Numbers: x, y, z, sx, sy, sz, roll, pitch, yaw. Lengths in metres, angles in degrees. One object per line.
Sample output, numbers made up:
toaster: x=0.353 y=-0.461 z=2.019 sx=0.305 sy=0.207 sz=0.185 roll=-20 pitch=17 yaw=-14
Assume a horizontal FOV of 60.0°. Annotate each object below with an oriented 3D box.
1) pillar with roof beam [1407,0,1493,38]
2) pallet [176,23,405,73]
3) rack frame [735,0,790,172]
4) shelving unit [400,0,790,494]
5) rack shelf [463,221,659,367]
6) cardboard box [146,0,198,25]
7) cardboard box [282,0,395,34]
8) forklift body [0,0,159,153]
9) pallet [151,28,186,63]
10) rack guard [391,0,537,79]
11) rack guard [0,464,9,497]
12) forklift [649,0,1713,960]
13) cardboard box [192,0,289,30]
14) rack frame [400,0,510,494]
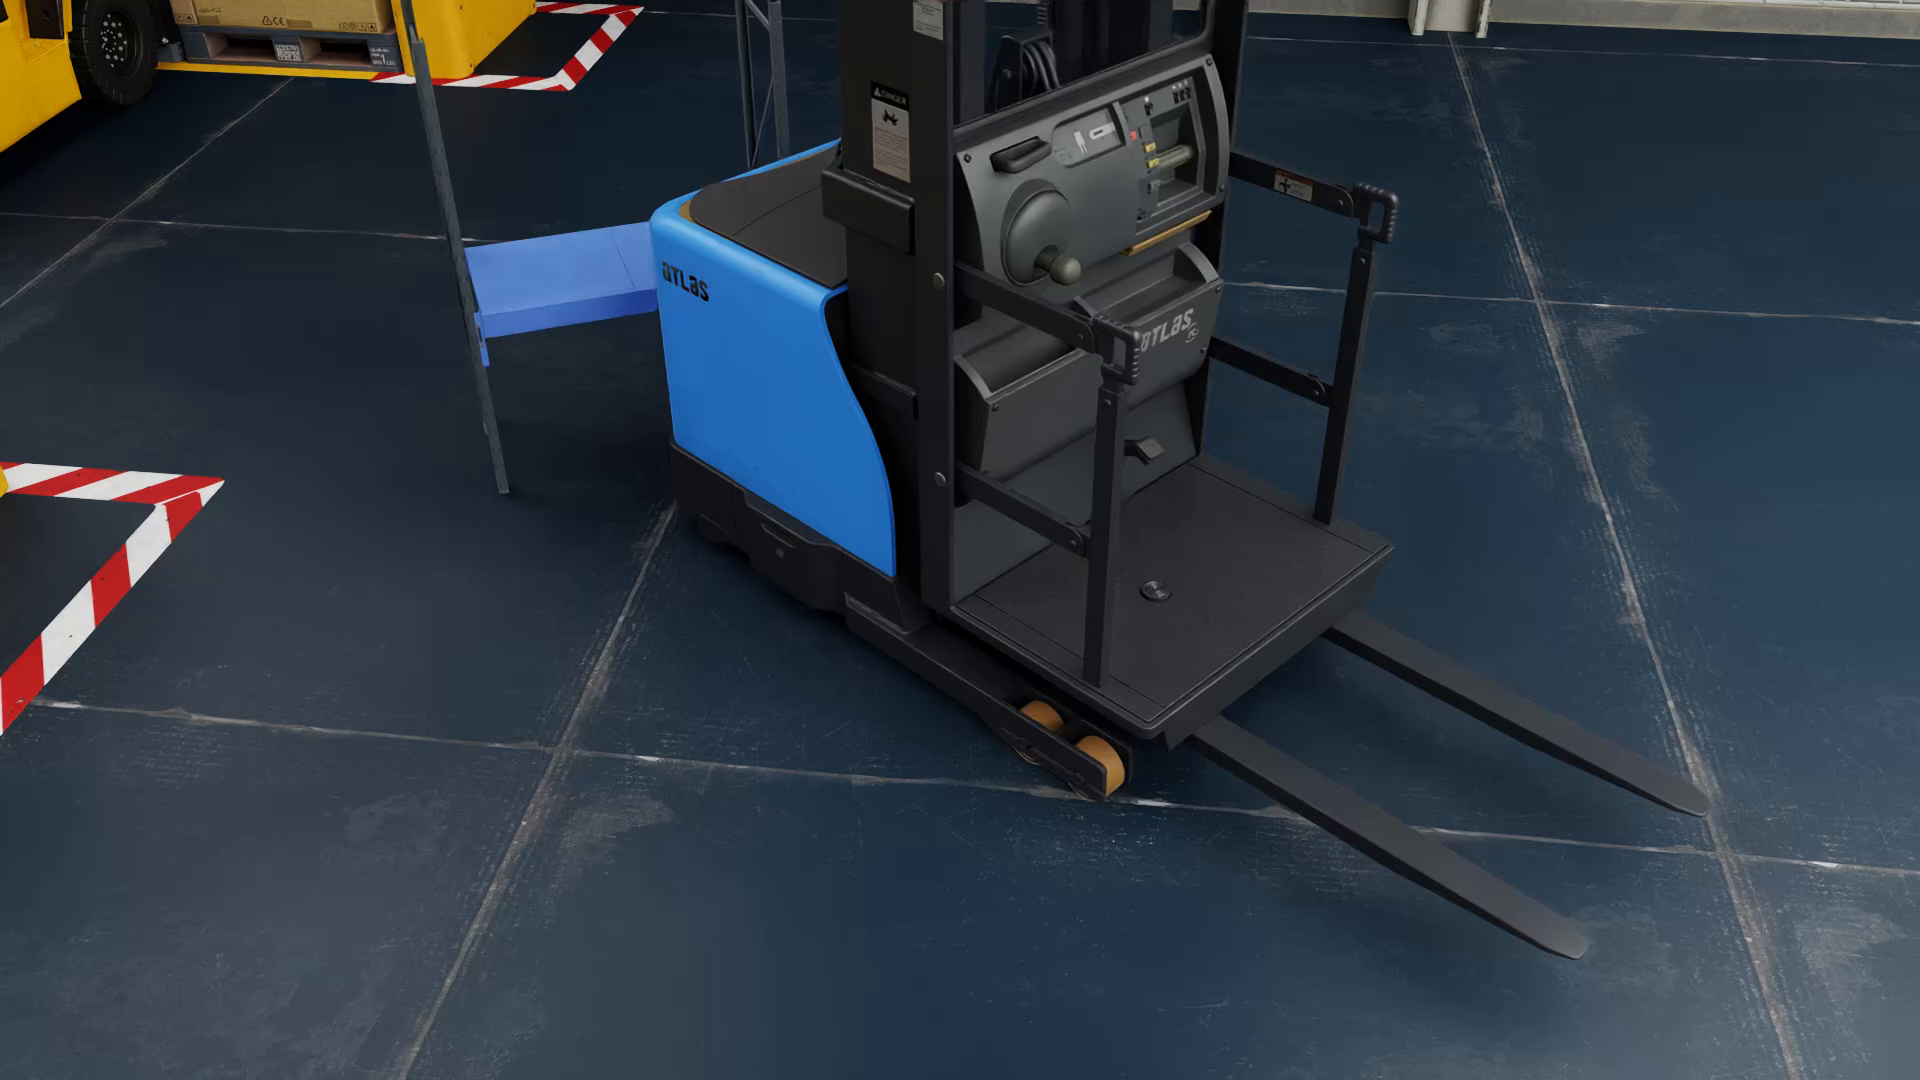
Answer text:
pillar with roof beam: x=2.154 y=-4.035 z=3.157 sx=0.400 sy=9.000 sz=9.100 roll=4 pitch=36 yaw=6
pallet: x=-3.437 y=-2.844 z=9.053 sx=1.213 sy=0.211 sz=1.003 roll=4 pitch=36 yaw=6
rack frame: x=-0.625 y=-1.100 z=5.501 sx=0.032 sy=1.500 sz=0.500 roll=-12 pitch=37 yaw=-16
shelving unit: x=-1.103 y=-1.000 z=5.360 sx=1.048 sy=1.500 sz=0.538 roll=-12 pitch=37 yaw=-16
rack shelf: x=-1.103 y=-0.854 z=5.465 sx=1.000 sy=0.185 sz=0.538 roll=-12 pitch=37 yaw=-16
cardboard box: x=-4.167 y=-2.935 z=8.786 sx=0.500 sy=0.250 sz=0.500 roll=5 pitch=36 yaw=6
cardboard box: x=-3.179 y=-2.851 z=8.668 sx=0.500 sy=0.250 sz=0.500 roll=5 pitch=36 yaw=6
forklift body: x=-4.786 y=-2.690 z=7.168 sx=1.214 sy=2.155 sz=2.313 roll=4 pitch=36 yaw=6
pallet: x=-4.644 y=-2.936 z=9.182 sx=1.213 sy=0.211 sz=1.003 roll=4 pitch=36 yaw=6
rack guard: x=-2.649 y=-2.927 z=8.921 sx=0.348 sy=0.500 sz=1.175 roll=4 pitch=36 yaw=6
rack guard: x=-3.377 y=-0.074 z=4.924 sx=0.348 sy=0.500 sz=1.175 roll=4 pitch=36 yaw=6
forklift: x=0.496 y=-0.861 z=3.933 sx=3.031 sy=2.935 sz=1.130 roll=30 pitch=45 yaw=35
cardboard box: x=-3.671 y=-2.893 z=8.727 sx=0.500 sy=0.250 sz=0.500 roll=4 pitch=36 yaw=6
rack frame: x=-1.581 y=-0.900 z=5.219 sx=0.032 sy=1.500 sz=0.500 roll=-12 pitch=37 yaw=-16
